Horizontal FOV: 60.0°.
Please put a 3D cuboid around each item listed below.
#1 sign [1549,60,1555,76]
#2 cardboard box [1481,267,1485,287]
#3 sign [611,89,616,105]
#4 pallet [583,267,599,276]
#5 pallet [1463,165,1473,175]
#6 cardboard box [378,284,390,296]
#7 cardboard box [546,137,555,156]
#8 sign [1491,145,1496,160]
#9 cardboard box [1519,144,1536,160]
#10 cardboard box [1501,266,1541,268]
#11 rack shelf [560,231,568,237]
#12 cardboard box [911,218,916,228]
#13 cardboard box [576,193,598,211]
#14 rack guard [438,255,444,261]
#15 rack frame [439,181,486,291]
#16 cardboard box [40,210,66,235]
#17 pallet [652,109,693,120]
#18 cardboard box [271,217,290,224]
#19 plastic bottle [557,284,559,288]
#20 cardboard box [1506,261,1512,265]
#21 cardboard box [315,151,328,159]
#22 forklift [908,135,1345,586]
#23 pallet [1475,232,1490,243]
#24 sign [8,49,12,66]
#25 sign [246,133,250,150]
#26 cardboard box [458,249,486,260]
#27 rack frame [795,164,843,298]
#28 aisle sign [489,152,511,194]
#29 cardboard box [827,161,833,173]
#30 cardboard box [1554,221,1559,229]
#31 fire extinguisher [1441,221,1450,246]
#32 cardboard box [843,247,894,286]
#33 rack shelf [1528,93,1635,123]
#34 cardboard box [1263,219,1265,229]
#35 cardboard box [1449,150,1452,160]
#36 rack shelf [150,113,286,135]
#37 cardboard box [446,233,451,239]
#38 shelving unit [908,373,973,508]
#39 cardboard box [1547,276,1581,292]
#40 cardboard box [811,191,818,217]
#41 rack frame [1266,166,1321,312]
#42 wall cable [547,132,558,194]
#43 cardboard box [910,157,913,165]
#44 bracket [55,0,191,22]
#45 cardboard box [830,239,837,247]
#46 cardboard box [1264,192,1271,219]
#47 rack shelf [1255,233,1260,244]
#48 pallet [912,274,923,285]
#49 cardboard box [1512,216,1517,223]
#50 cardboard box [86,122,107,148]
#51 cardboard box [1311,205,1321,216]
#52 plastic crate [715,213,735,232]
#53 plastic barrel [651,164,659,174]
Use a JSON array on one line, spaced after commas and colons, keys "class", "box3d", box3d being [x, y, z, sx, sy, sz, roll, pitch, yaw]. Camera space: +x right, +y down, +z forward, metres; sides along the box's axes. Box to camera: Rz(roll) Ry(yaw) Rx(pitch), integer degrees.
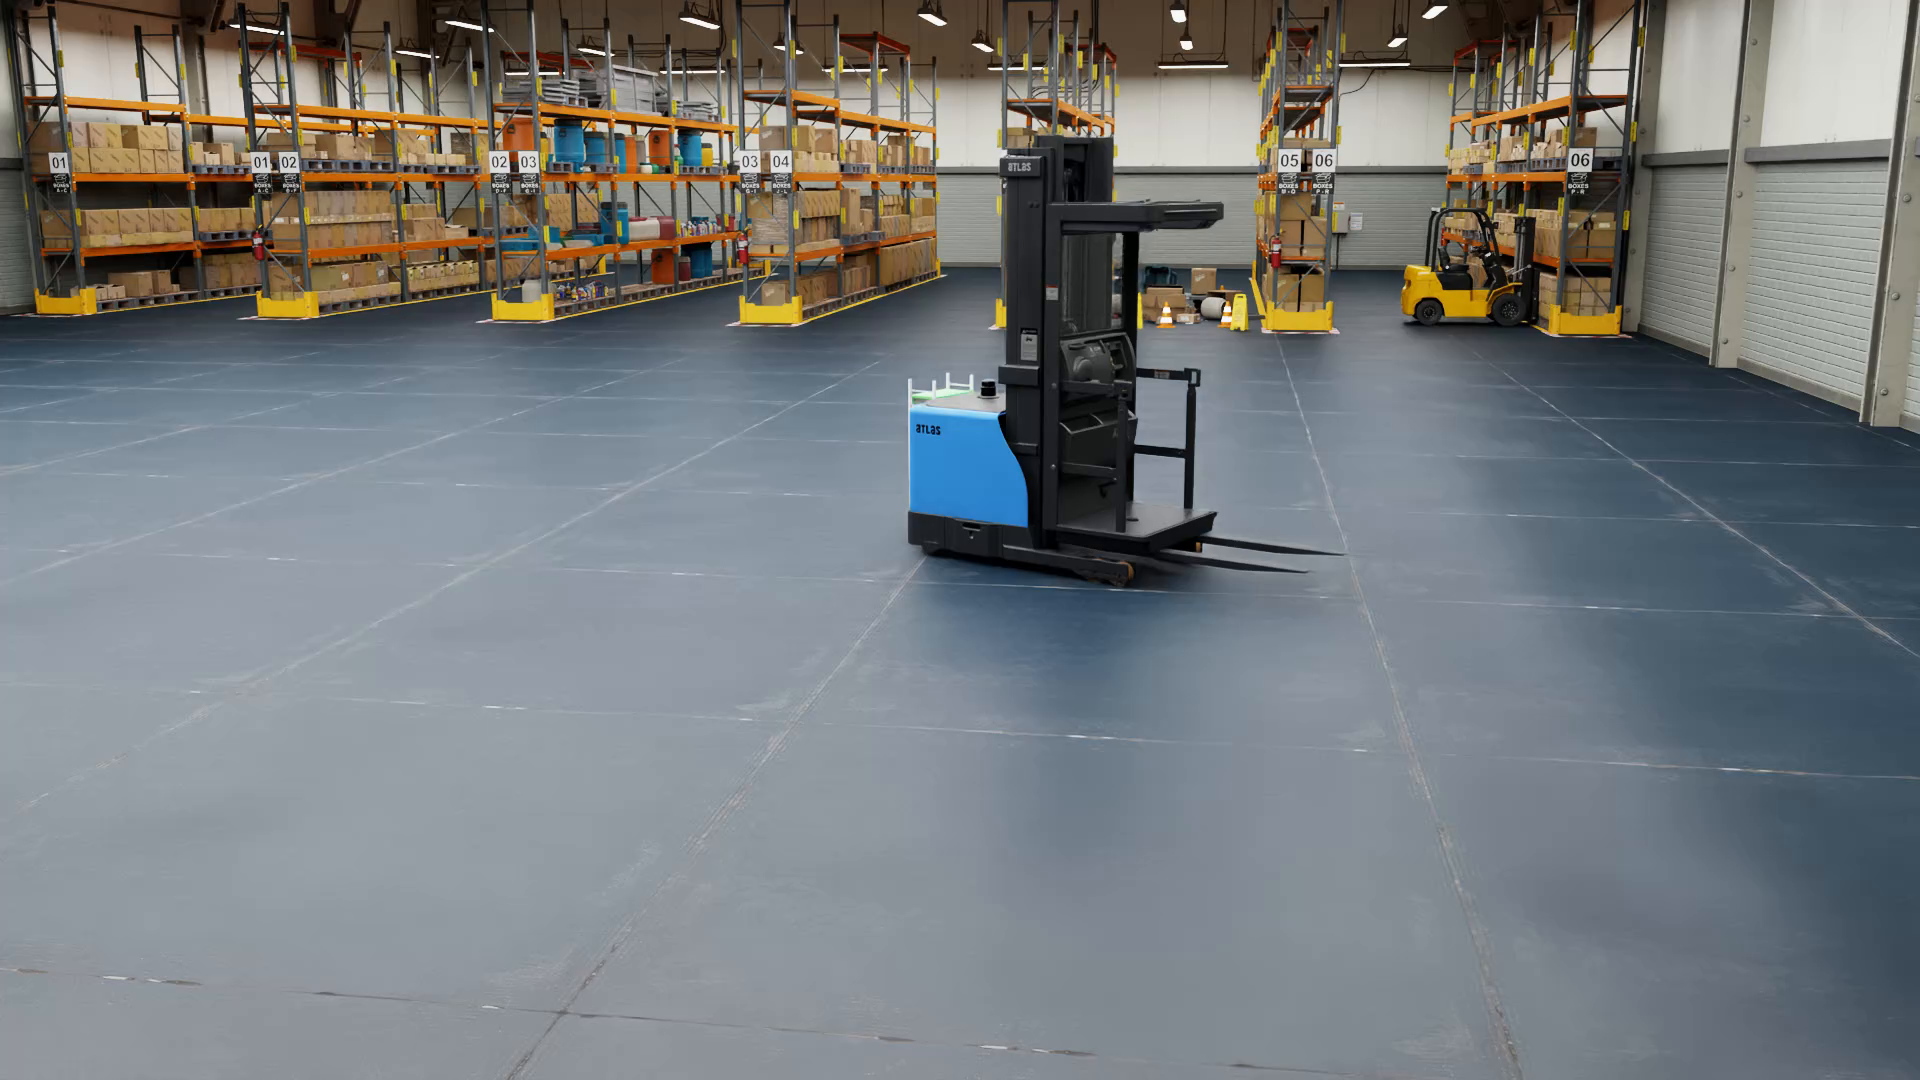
[{"class": "sign", "box3d": [12.853, -10.253, 36.114, 0.100, 0.325, 0.005, 2, 12, 9]}, {"class": "cardboard box", "box3d": [12.244, -5.985, 38.082, 0.500, 0.500, 0.500, 2, 12, 8]}, {"class": "sign", "box3d": [-7.360, -9.422, 35.351, 0.100, 0.325, 0.005, 2, 12, 9]}, {"class": "pallet", "box3d": [-11.084, -7.726, 47.844, 1.003, 0.211, 1.213, 2, 12, 9]}, {"class": "pallet", "box3d": [12.750, -8.877, 39.889, 1.213, 0.211, 1.003, 2, 12, 9]}, {"class": "cardboard box", "box3d": [-12.738, -5.427, 36.086, 0.500, 0.250, 0.500, 2, 12, 9]}, {"class": "cardboard box", "box3d": [-11.312, -10.645, 45.035, 0.700, 0.500, 0.500, 2, 12, 9]}, {"class": "sign", "box3d": [11.769, -8.540, 36.654, 0.100, 0.325, 0.005, 2, 12, 9]}, {"class": "cardboard box", "box3d": [11.560, -7.806, 33.451, 0.500, 0.311, 0.500, 1, 12, 7]}, {"class": "cardboard box", "box3d": [12.102, -5.582, 35.914, 0.875, 0.625, 0.625, 2, 12, 11]}, {"class": "rack shelf", "box3d": [-11.258, -8.503, 46.538, 1.077, 0.370, 4.000, 2, 12, 9]}, {"class": "cardboard box", "box3d": [-1.447, -8.278, 43.436, 0.500, 0.250, 0.500, 2, 12, 8]}, {"class": "cardboard box", "box3d": [-10.747, -9.707, 47.807, 0.500, 0.500, 0.500, 2, 12, 8]}, {"class": "rack guard", "box3d": [-15.842, -8.214, 49.421, 1.175, 0.500, 0.348, 2, 12, 9]}, {"class": "rack frame", "box3d": [-12.181, -7.606, 40.666, 1.000, 3.000, 0.127, 2, 12, 9]}, {"class": "cardboard box", "box3d": [-18.444, -6.508, 34.102, 0.500, 0.500, 0.500, 2, 12, 8]}, {"class": "pallet", "box3d": [-7.146, -10.239, 40.040, 1.213, 0.211, 1.003, 2, 12, 9]}, {"class": "cardboard box", "box3d": [-13.541, -6.392, 33.258, 0.380, 0.149, 0.250, 2, 12, 8]}, {"class": "plastic bottle", "box3d": [-8.532, -5.272, 35.241, 0.061, 0.283, 0.133, 2, 12, 11]}, {"class": "cardboard box", "box3d": [12.719, -6.311, 38.053, 0.380, 0.149, 0.250, 2, 12, 9]}, {"class": "cardboard box", "box3d": [-13.056, -7.797, 33.700, 0.380, 0.149, 0.250, 2, 12, 9]}, {"class": "forklift", "box3d": [1.125, -1.252, 11.346, 3.031, 2.935, 1.130, 8, 15, 34]}, {"class": "pallet", "box3d": [12.339, -6.853, 37.626, 1.213, 0.211, 1.003, 2, 12, 9]}, {"class": "sign", "box3d": [-18.852, -9.589, 33.036, 0.100, 0.325, 0.005, 2, 12, 9]}, {"class": "sign", "box3d": [-13.945, -7.822, 32.633, 0.100, 0.325, 0.005, 2, 12, 9]}, {"class": "cardboard box", "box3d": [-12.264, -7.180, 41.798, 0.500, 0.250, 0.500, 2, 12, 11]}, {"class": "rack frame", "box3d": [-3.008, -6.452, 35.310, 1.000, 3.000, 0.127, 2, 12, 9]}, {"class": "aisle sign", "box3d": [-8.822, -7.045, 31.892, 0.394, 0.787, 0.004, 2, 12, 9]}, {"class": "cardboard box", "box3d": [-2.911, -7.633, 34.027, 0.500, 0.250, 0.500, 2, 12, 10]}, {"class": "cardboard box", "box3d": [10.860, -5.639, 29.763, 0.380, 0.149, 0.250, 2, 12, 10]}, {"class": "fire extinguisher", "box3d": [13.101, -8.294, 44.927, 0.296, 0.674, 0.183, 2, 12, 9]}, {"class": "cardboard box", "box3d": [-2.266, -6.594, 40.016, 1.225, 0.875, 0.875, 1, 12, 6]}, {"class": "rack shelf", "box3d": [11.382, -7.940, 30.631, 1.077, 0.370, 4.000, 2, 12, 9]}, {"class": "cardboard box", "box3d": [7.223, -7.243, 38.153, 0.500, 0.250, 0.500, 2, 12, 8]}, {"class": "cardboard box", "box3d": [13.218, -10.167, 43.893, 0.500, 0.250, 0.500, 2, 12, 8]}, {"class": "rack shelf", "box3d": [-17.384, -9.735, 38.961, 1.077, 0.370, 4.000, 2, 12, 9]}, {"class": "cardboard box", "box3d": [-12.321, -7.216, 39.452, 0.380, 0.149, 0.250, 3, 12, 13]}, {"class": "shelving unit", "box3d": [-0.141, -0.636, 12.598, 0.258, 1.200, 0.503, 8, 15, 34]}, {"class": "cardboard box", "box3d": [10.837, -4.594, 29.845, 0.500, 0.250, 0.500, 2, 12, 11]}, {"class": "cardboard box", "box3d": [-3.110, -6.616, 32.754, 0.500, 0.500, 0.500, 2, 12, 9]}, {"class": "rack frame", "box3d": [6.784, -6.130, 33.820, 1.000, 3.000, 0.127, 2, 12, 9]}, {"class": "wall cable", "box3d": [-14.623, -12.012, 54.239, 3.097, 2.526, 0.112, 2, 12, 9]}, {"class": "cardboard box", "box3d": [-1.630, -10.163, 43.939, 0.700, 0.500, 0.500, 3, 12, 12]}, {"class": "bracket", "box3d": [-18.243, -11.578, 36.311, 0.076, 0.066, 4.783, 2, 12, 9]}, {"class": "cardboard box", "box3d": [-2.799, -6.223, 34.844, 0.380, 0.149, 0.250, 2, 12, 9]}, {"class": "cardboard box", "box3d": [6.094, -6.309, 31.331, 0.700, 0.500, 0.500, 2, 12, 8]}, {"class": "rack shelf", "box3d": [8.322, -7.860, 43.555, 1.077, 0.370, 4.000, 2, 12, 9]}, {"class": "pallet", "box3d": [-1.583, -6.909, 44.053, 1.003, 0.211, 1.213, 2, 12, 9]}, {"class": "cardboard box", "box3d": [11.543, -6.577, 34.116, 0.380, 0.149, 0.250, 1, 12, 7]}, {"class": "cardboard box", "box3d": [-17.880, -8.289, 34.059, 0.500, 0.500, 0.500, 2, 12, 8]}, {"class": "cardboard box", "box3d": [7.139, -6.618, 34.143, 0.500, 0.500, 0.500, 2, 12, 10]}, {"class": "plastic crate", "box3d": [-6.287, -8.516, 44.593, 0.402, 0.464, 0.583, 2, 12, 9]}, {"class": "plastic barrel", "box3d": [-7.274, -8.782, 39.372, 0.294, 0.245, 0.294, 0, 12, 0]}]
